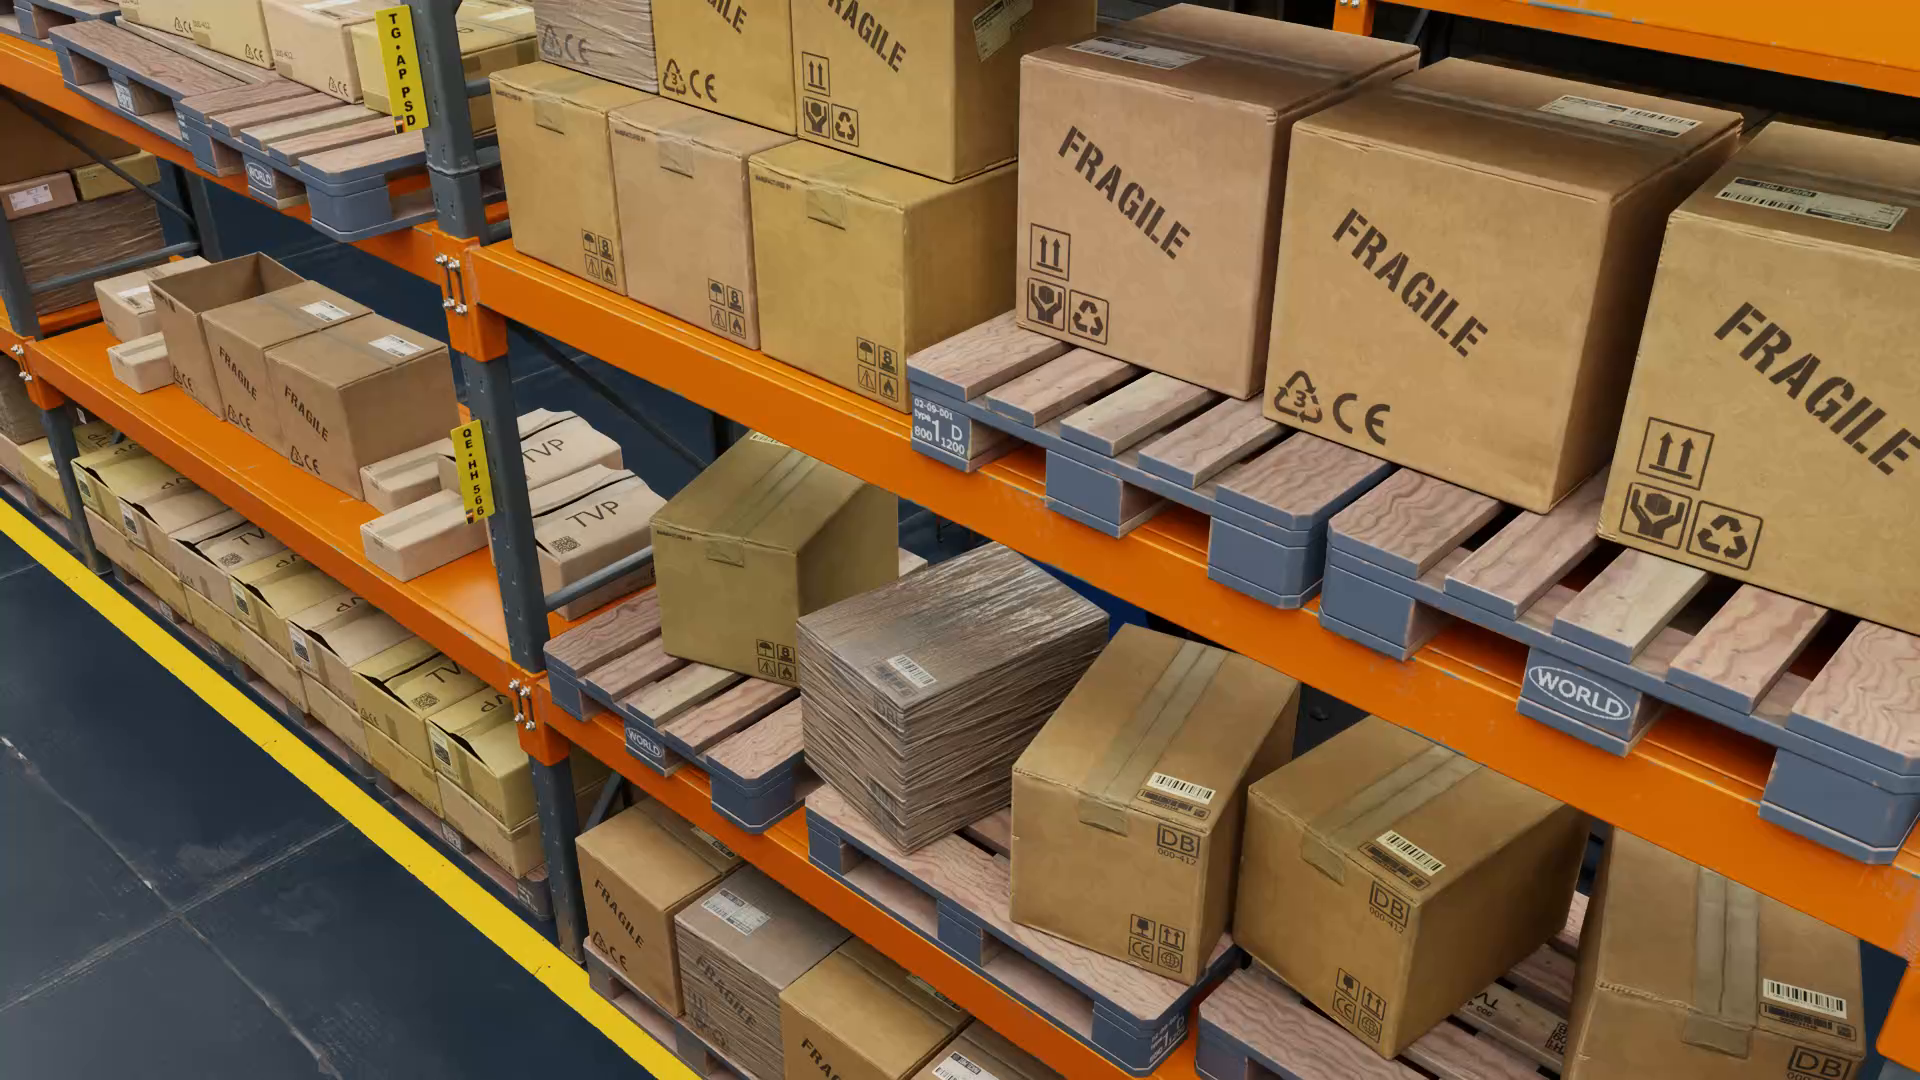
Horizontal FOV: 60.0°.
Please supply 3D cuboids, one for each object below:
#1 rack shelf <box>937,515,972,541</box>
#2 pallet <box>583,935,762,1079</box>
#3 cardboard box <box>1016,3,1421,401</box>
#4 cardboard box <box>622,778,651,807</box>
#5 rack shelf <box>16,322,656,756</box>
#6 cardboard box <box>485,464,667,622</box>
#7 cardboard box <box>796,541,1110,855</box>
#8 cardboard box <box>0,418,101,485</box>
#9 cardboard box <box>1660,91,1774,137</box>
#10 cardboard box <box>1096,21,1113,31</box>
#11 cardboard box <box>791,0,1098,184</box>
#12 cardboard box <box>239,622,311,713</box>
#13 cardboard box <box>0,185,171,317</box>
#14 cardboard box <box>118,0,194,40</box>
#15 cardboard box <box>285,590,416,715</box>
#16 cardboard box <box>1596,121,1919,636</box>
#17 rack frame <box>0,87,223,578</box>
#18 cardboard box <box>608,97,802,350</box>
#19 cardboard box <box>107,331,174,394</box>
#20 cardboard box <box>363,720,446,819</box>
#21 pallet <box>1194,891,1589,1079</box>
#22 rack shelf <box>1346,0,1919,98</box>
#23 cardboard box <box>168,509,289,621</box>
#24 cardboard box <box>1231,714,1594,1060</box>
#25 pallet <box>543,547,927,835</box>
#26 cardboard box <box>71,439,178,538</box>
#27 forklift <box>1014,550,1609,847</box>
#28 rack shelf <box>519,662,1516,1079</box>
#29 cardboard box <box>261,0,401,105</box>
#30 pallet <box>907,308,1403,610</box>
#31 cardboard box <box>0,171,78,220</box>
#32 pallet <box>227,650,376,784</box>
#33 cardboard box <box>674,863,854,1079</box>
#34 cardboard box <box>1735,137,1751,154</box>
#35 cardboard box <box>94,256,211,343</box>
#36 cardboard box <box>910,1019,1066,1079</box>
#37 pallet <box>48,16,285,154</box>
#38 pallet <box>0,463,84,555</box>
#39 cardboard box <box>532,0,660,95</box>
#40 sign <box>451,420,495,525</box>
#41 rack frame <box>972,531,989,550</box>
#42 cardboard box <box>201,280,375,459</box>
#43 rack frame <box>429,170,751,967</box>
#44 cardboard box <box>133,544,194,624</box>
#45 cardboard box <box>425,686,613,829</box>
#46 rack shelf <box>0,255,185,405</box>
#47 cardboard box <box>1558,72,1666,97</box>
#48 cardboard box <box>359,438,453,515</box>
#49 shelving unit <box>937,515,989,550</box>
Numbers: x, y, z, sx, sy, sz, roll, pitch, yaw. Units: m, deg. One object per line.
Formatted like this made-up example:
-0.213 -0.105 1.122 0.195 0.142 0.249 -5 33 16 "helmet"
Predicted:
0.040 -0.184 8.597 0.240 0.259 0.215 25 39 35 "rack shelf"
-0.582 1.545 5.978 1.213 0.211 1.003 25 39 35 "pallet"
0.541 -0.752 3.581 0.600 0.600 0.600 23 38 33 "cardboard box"
-1.301 0.782 6.801 0.500 0.250 0.500 25 39 35 "cardboard box"
-2.593 -0.306 7.048 4.000 0.370 1.077 25 39 35 "rack shelf"
-1.350 -0.027 5.972 0.500 0.311 0.500 -27 40 -37 "cardboard box"
-0.017 0.419 4.641 0.700 0.500 0.500 -21 37 -31 "cardboard box"
-4.930 -0.562 9.034 0.500 0.250 0.500 25 39 35 "cardboard box"
3.481 -1.901 7.867 0.500 0.250 0.500 24 38 34 "cardboard box"
0.519 -2.832 10.023 0.700 0.500 0.500 -23 38 -33 "cardboard box"
-0.035 -1.172 3.814 0.500 0.500 0.500 25 39 35 "cardboard box"
-2.802 0.458 7.340 0.500 0.250 0.500 26 40 36 "cardboard box"
-4.409 -1.501 8.237 0.500 0.500 0.700 24 38 34 "cardboard box"
-2.699 -2.022 6.031 0.500 0.250 0.500 21 37 31 "cardboard box"
-2.426 0.395 6.900 0.500 0.311 0.500 25 39 35 "cardboard box"
1.532 -0.291 2.816 0.600 0.600 0.600 21 37 31 "cardboard box"
-4.076 -1.307 8.012 0.127 3.000 1.000 25 39 35 "rack frame"
-0.386 -0.936 4.390 0.500 0.500 0.910 25 39 35 "cardboard box"
-3.556 -0.814 7.438 0.250 0.149 0.380 25 39 35 "cardboard box"
-2.048 0.810 6.755 0.500 0.250 0.500 25 39 35 "cardboard box"
1.336 1.226 3.991 1.213 0.211 1.003 25 39 35 "pallet"
3.694 -2.103 7.123 4.000 0.370 1.077 25 39 35 "rack shelf"
-3.184 0.043 7.485 0.500 0.311 0.500 24 38 34 "cardboard box"
1.102 0.776 4.048 0.700 0.500 0.500 -22 38 -32 "cardboard box"
-0.560 0.368 5.417 1.003 0.211 1.213 25 39 35 "pallet"
-3.936 -0.310 8.072 0.500 0.311 0.500 25 39 35 "cardboard box"
1.474 -0.317 6.434 1.130 2.935 3.031 -23 38 -34 "forklift"
0.373 1.078 4.748 4.000 0.370 1.077 25 39 35 "rack shelf"
-1.885 -1.633 5.384 0.500 0.250 0.500 26 40 36 "cardboard box"
0.648 -0.353 3.701 1.003 0.211 1.213 25 39 35 "pallet"
-4.421 -1.640 7.839 0.250 0.149 0.380 25 39 35 "cardboard box"
-2.595 0.550 7.631 1.213 0.211 1.003 25 39 35 "pallet"
-0.572 1.406 5.503 0.500 0.500 0.500 23 38 33 "cardboard box"
3.530 -1.531 7.252 0.500 0.250 0.500 24 39 34 "cardboard box"
-3.681 -1.089 7.795 0.500 0.250 0.500 -27 40 -37 "cardboard box"
0.187 1.760 4.915 0.500 0.500 0.500 24 38 34 "cardboard box"
-2.504 -1.713 5.962 1.213 0.211 1.003 27 40 37 "pallet"
-4.637 -0.403 9.215 1.213 0.211 1.003 25 39 35 "pallet"
-0.791 -1.525 4.400 0.500 0.500 0.500 25 39 35 "cardboard box"
-1.480 -0.205 5.059 0.005 0.325 0.100 25 39 35 "sign"
0.130 -0.389 8.378 0.008 1.050 0.200 25 39 35 "rack frame"
-2.755 -0.722 6.944 0.500 0.500 0.500 25 39 35 "cardboard box"
-1.110 0.078 5.712 0.127 3.000 1.000 25 39 35 "rack frame"
-3.565 0.103 7.929 0.500 0.250 0.500 26 40 36 "cardboard box"
-1.664 0.748 6.313 0.500 0.311 0.500 26 40 36 "cardboard box"
-5.559 -1.691 9.347 4.000 0.370 1.077 25 39 35 "rack shelf"
3.103 -2.080 8.164 0.500 0.250 0.500 24 38 34 "cardboard box"
-2.093 -0.234 6.475 0.380 0.149 0.250 -26 40 -36 "cardboard box"
0.040 -0.431 8.448 0.252 1.050 0.215 25 39 35 "shelving unit"
